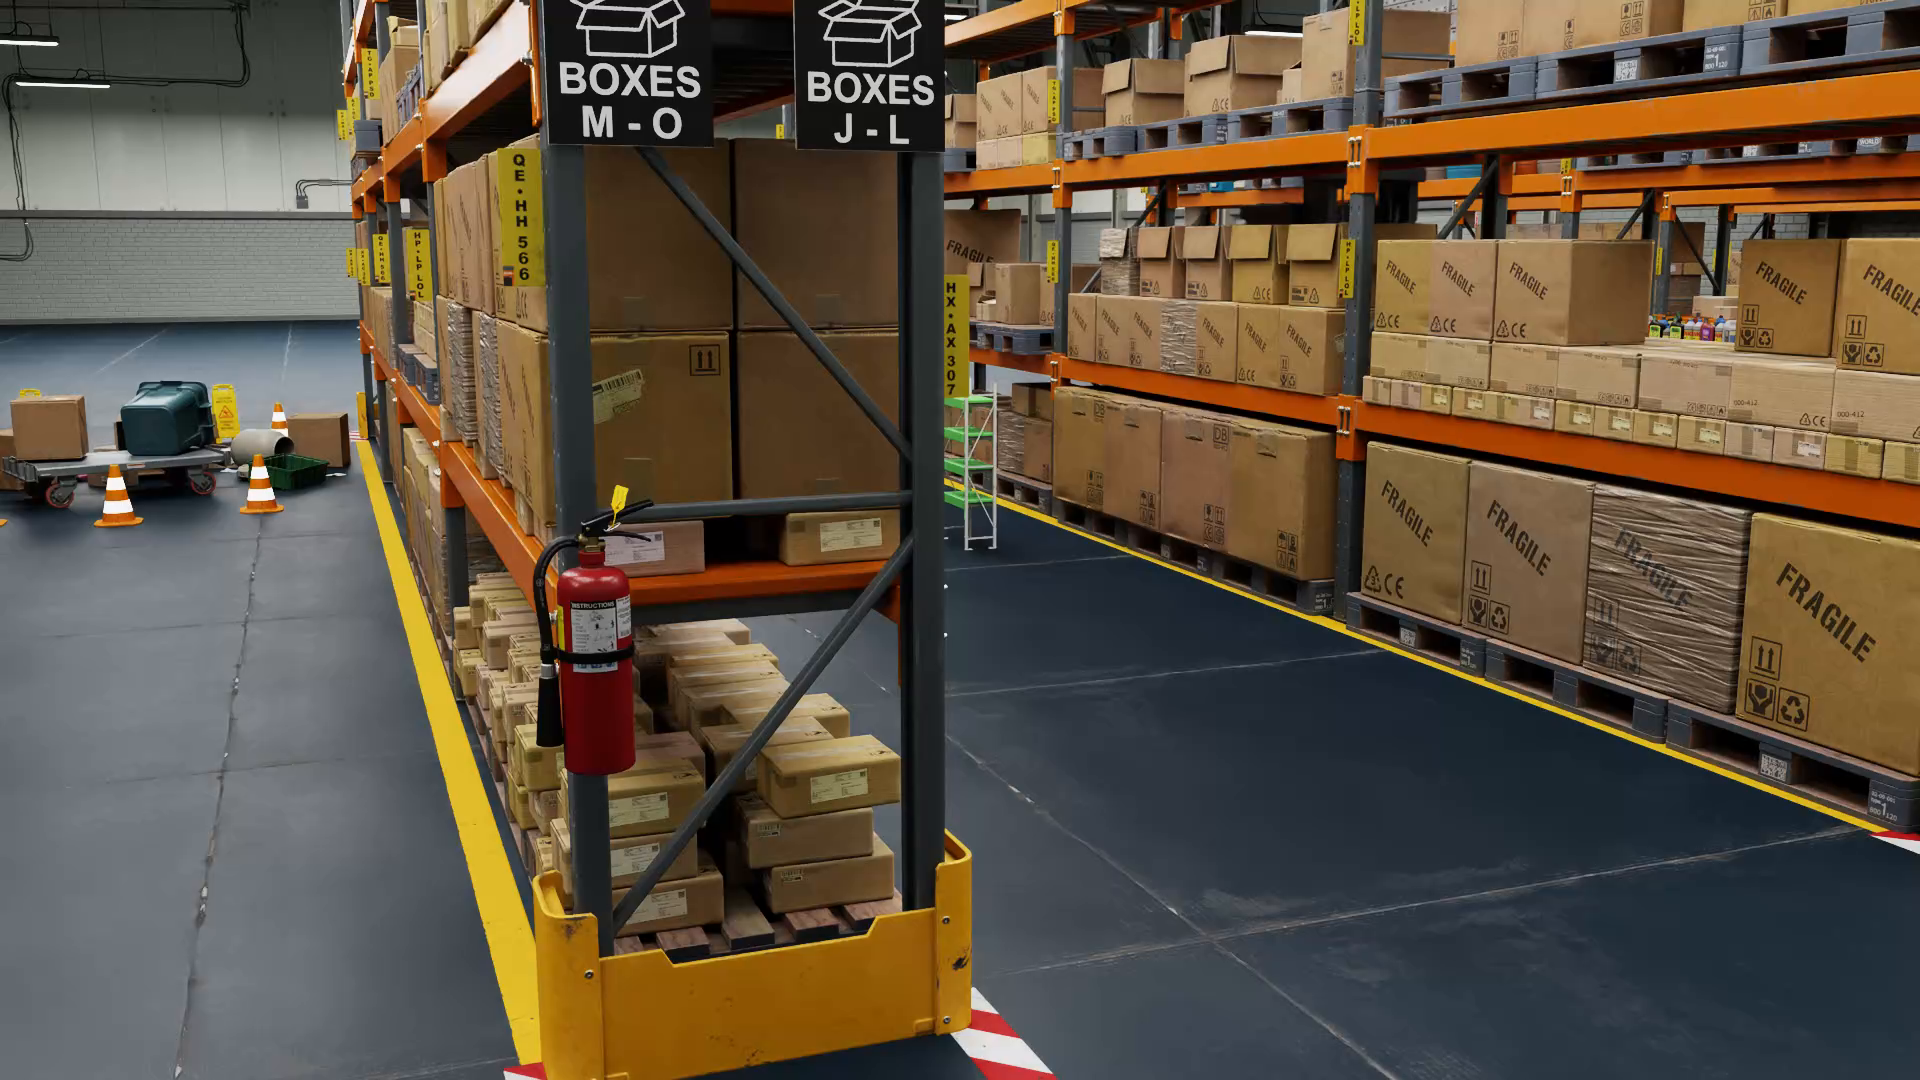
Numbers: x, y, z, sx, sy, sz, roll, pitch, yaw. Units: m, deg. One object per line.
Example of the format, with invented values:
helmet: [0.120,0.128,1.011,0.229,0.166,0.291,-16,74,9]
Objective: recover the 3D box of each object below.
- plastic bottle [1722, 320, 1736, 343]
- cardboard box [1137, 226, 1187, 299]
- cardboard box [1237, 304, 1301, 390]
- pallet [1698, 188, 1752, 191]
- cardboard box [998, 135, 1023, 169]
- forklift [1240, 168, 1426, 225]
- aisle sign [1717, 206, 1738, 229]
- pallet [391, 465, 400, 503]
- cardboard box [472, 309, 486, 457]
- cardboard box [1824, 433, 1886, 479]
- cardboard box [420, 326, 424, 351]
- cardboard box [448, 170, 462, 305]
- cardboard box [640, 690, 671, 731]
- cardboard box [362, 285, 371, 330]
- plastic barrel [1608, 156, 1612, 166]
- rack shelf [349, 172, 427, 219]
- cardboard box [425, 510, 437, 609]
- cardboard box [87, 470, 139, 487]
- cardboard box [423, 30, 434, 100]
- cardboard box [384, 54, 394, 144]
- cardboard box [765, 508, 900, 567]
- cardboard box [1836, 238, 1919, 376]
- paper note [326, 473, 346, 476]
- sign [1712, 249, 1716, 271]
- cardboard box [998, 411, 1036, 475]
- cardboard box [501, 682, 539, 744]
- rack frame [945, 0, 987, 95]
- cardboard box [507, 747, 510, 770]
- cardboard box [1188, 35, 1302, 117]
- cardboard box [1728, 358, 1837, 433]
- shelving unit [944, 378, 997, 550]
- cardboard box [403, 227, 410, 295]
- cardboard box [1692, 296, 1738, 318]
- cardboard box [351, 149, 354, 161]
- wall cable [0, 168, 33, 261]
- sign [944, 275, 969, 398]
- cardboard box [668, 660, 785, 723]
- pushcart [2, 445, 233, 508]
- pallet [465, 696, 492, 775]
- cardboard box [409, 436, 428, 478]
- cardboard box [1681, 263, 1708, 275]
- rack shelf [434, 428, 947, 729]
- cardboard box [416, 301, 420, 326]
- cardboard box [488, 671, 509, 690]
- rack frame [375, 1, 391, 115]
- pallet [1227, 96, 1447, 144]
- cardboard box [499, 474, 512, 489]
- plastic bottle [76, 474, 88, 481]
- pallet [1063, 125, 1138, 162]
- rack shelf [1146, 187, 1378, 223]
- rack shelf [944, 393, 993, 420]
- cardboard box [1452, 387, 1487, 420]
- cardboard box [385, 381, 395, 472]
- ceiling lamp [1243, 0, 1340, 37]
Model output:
plastic bottle: [6.207,-1.620,13.314,0.152,0.276,0.135,-4,11,-21]
cardboard box: [1.716,-2.000,11.949,0.797,0.503,0.637,-4,11,-20]
cardboard box: [2.085,-1.220,10.430,0.500,0.500,0.500,-4,11,-19]
pallet: [9.349,-4.204,19.472,0.805,0.209,1.217,-4,11,-23]
cardboard box: [0.639,-3.229,13.871,0.500,0.250,0.500,-4,11,-21]
forklift: [3.006,-1.751,13.896,1.130,2.935,3.031,-4,11,-20]
aisle sign: [11.878,-5.205,25.695,0.394,0.787,0.004,-4,11,-21]
pallet: [-4.527,-0.544,14.878,1.003,0.211,1.213,-4,11,-21]
cardboard box: [-1.476,-0.581,5.986,0.500,0.500,0.500,-3,11,-18]
cardboard box: [3.600,-0.334,6.449,0.380,0.149,0.250,-4,11,-20]
cardboard box: [-3.258,-1.295,10.653,0.380,0.149,0.250,-3,11,-18]
cardboard box: [-1.685,-1.164,6.407,0.500,0.500,0.500,-4,11,-20]
cardboard box: [-1.010,0.659,6.245,0.380,0.149,0.250,-3,11,-18]
cardboard box: [-5.844,-2.520,17.592,0.875,0.550,0.550,-4,11,-21]
plastic barrel: [6.022,-3.600,15.210,0.421,0.512,0.421,0,10,0]
rack shelf: [-5.601,-3.487,16.950,1.077,0.370,4.000,-4,11,-21]
cardboard box: [-2.666,0.103,9.216,0.500,0.500,0.500,-4,11,-22]
cardboard box: [-7.748,-0.631,15.209,0.396,0.266,0.258,5,11,28]
cardboard box: [-2.056,-2.043,7.205,0.500,0.250,0.500,-3,11,-18]
cardboard box: [-3.280,-2.720,10.297,0.500,0.500,0.500,-4,11,-21]
cardboard box: [-0.340,-0.030,4.739,0.380,0.149,0.250,-4,11,-21]
cardboard box: [3.710,-0.883,6.255,0.500,0.500,0.500,-4,11,-20]
paper note: [-5.964,-0.629,15.868,0.142,0.020,0.147,5,11,28]
sign: [11.678,-4.324,25.694,0.100,0.325,0.005,-4,11,-21]
cardboard box: [0.758,-0.868,14.613,0.700,0.500,0.500,-5,11,-26]
cardboard box: [-1.390,0.588,5.790,0.380,0.149,0.250,-3,11,-19]
rack frame: [-0.217,-5.290,16.466,1.000,3.000,0.127,-4,11,-21]
cardboard box: [-1.449,0.837,6.089,0.380,0.149,0.250,-4,11,-20]
cardboard box: [1.992,-3.086,11.146,0.797,0.503,0.637,-4,11,-22]
cardboard box: [3.525,-0.596,6.783,0.500,0.250,0.500,-4,11,-22]
shelving unit: [0.060,-0.564,12.163,0.258,1.200,0.503,-4,11,-21]
cardboard box: [-3.765,-2.083,12.427,0.700,0.500,0.500,-4,11,-22]
cardboard box: [9.236,-2.813,20.099,0.500,0.250,0.500,-3,11,-17]
cardboard box: [-6.317,-4.142,17.806,0.380,0.149,0.250,-4,11,-21]
wall cable: [-26.822,-8.761,44.842,3.097,2.526,0.112,-4,11,-21]
sign: [-0.022,-0.540,4.421,0.100,0.325,0.005,-4,11,-21]
cardboard box: [-0.844,0.549,6.009,0.380,0.149,0.250,-3,11,-19]
pushcart: [-7.347,-0.570,14.545,1.648,0.377,0.936,-9,13,-40]
pallet: [-1.701,0.748,7.614,1.003,0.211,1.213,-4,11,-21]
cardboard box: [-3.219,-0.520,10.576,0.500,0.250,0.500,-4,11,-22]
cardboard box: [9.100,-3.390,20.773,0.380,0.149,0.250,-4,11,-21]
rack shelf: [-1.253,-0.052,6.201,1.077,0.370,4.000,-4,11,-21]
cardboard box: [-3.339,-1.479,10.840,0.380,0.149,0.250,-3,11,-18]
cardboard box: [-1.642,0.606,6.539,0.380,0.149,0.250,-4,11,-21]
rack frame: [-3.427,-4.339,11.119,1.000,3.000,0.127,-4,11,-21]
pallet: [2.304,-2.560,10.228,0.805,0.209,1.217,-4,11,-23]
cardboard box: [-1.517,-0.289,6.198,0.380,0.149,0.250,-3,11,-19]
plastic bottle: [-8.173,-0.591,15.566,0.133,0.061,0.283,-2,10,-11]
pallet: [1.515,-2.966,12.503,1.213,0.211,1.003,-3,11,-18]
rack shelf: [3.674,-4.100,20.394,1.077,0.370,4.000,-4,11,-21]
rack shelf: [0.060,-0.973,12.090,0.258,0.148,0.480,-4,11,-21]
cardboard box: [2.767,-0.709,8.559,0.380,0.149,0.250,-4,11,-22]
cardboard box: [-4.568,-1.042,14.937,1.050,0.750,0.750,-4,11,-21]
ceiling lamp: [5.911,-10.606,29.684,2.000,3.185,0.800,-4,11,-21]
